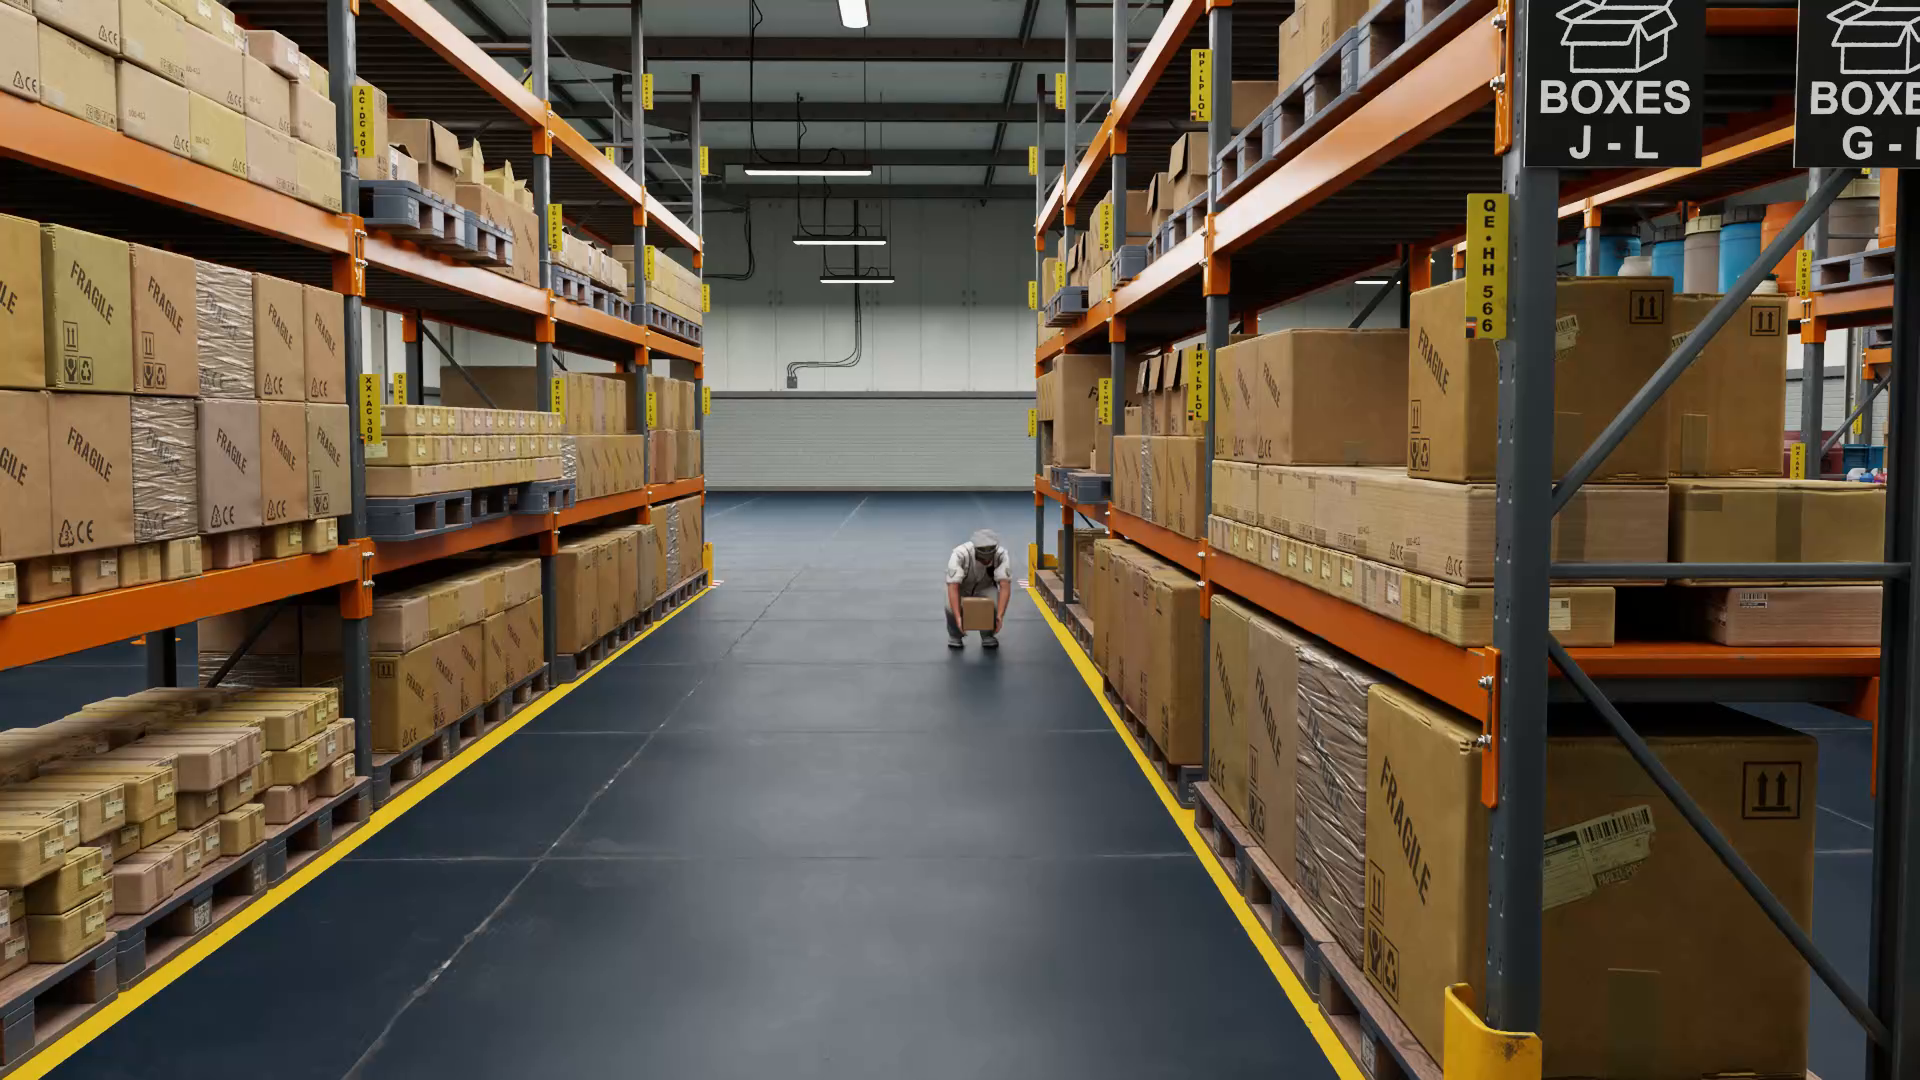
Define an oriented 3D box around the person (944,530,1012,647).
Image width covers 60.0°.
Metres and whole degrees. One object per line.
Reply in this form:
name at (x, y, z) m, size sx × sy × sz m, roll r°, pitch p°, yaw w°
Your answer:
person at (0.144, 0.407, 14.111) m, size 0.569 × 1.020 × 0.911 m, roll 0°, pitch 4°, yaw -4°
